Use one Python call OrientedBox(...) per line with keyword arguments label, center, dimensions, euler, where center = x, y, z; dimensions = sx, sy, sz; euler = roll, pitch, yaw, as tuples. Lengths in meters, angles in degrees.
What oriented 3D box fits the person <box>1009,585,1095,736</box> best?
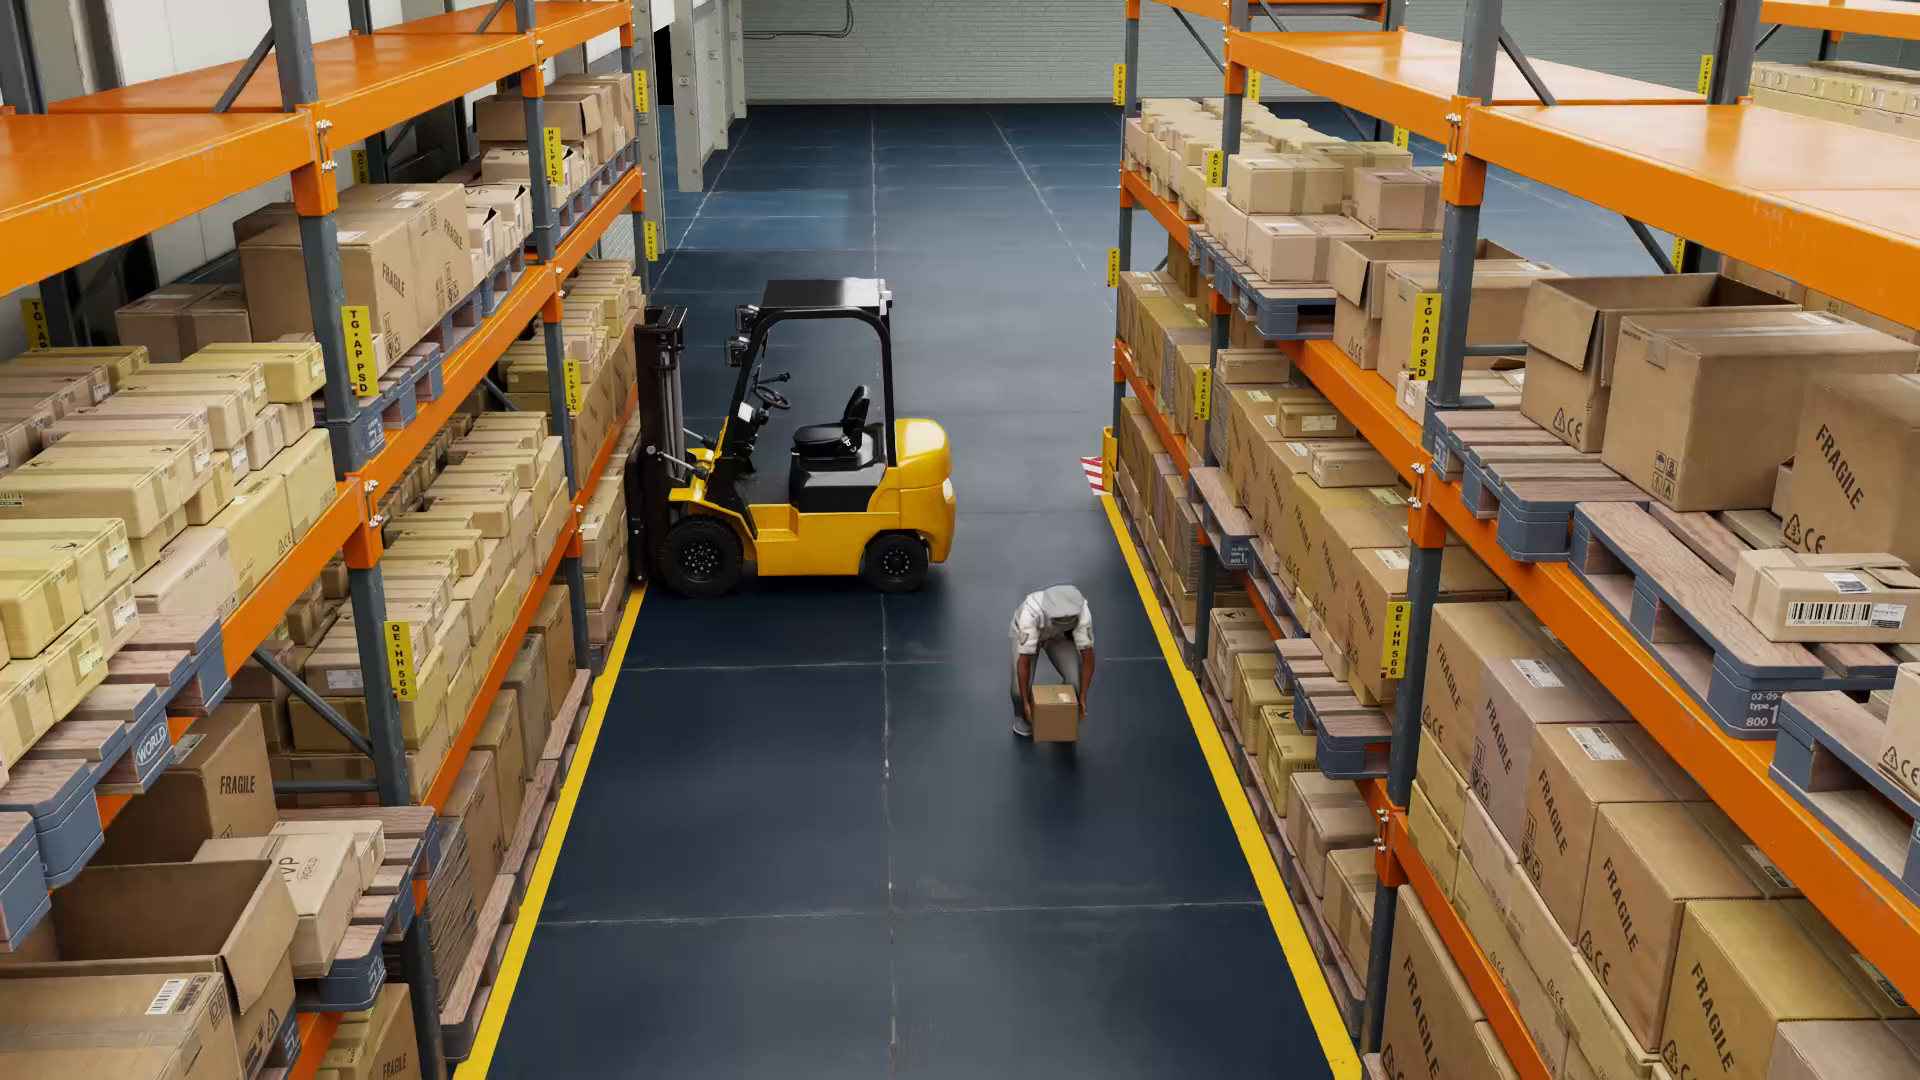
OrientedBox(label="person", center=(0.551, 0.696, 10.065), dimensions=(0.493, 1.076, 0.826), euler=(-1, 21, -3))
